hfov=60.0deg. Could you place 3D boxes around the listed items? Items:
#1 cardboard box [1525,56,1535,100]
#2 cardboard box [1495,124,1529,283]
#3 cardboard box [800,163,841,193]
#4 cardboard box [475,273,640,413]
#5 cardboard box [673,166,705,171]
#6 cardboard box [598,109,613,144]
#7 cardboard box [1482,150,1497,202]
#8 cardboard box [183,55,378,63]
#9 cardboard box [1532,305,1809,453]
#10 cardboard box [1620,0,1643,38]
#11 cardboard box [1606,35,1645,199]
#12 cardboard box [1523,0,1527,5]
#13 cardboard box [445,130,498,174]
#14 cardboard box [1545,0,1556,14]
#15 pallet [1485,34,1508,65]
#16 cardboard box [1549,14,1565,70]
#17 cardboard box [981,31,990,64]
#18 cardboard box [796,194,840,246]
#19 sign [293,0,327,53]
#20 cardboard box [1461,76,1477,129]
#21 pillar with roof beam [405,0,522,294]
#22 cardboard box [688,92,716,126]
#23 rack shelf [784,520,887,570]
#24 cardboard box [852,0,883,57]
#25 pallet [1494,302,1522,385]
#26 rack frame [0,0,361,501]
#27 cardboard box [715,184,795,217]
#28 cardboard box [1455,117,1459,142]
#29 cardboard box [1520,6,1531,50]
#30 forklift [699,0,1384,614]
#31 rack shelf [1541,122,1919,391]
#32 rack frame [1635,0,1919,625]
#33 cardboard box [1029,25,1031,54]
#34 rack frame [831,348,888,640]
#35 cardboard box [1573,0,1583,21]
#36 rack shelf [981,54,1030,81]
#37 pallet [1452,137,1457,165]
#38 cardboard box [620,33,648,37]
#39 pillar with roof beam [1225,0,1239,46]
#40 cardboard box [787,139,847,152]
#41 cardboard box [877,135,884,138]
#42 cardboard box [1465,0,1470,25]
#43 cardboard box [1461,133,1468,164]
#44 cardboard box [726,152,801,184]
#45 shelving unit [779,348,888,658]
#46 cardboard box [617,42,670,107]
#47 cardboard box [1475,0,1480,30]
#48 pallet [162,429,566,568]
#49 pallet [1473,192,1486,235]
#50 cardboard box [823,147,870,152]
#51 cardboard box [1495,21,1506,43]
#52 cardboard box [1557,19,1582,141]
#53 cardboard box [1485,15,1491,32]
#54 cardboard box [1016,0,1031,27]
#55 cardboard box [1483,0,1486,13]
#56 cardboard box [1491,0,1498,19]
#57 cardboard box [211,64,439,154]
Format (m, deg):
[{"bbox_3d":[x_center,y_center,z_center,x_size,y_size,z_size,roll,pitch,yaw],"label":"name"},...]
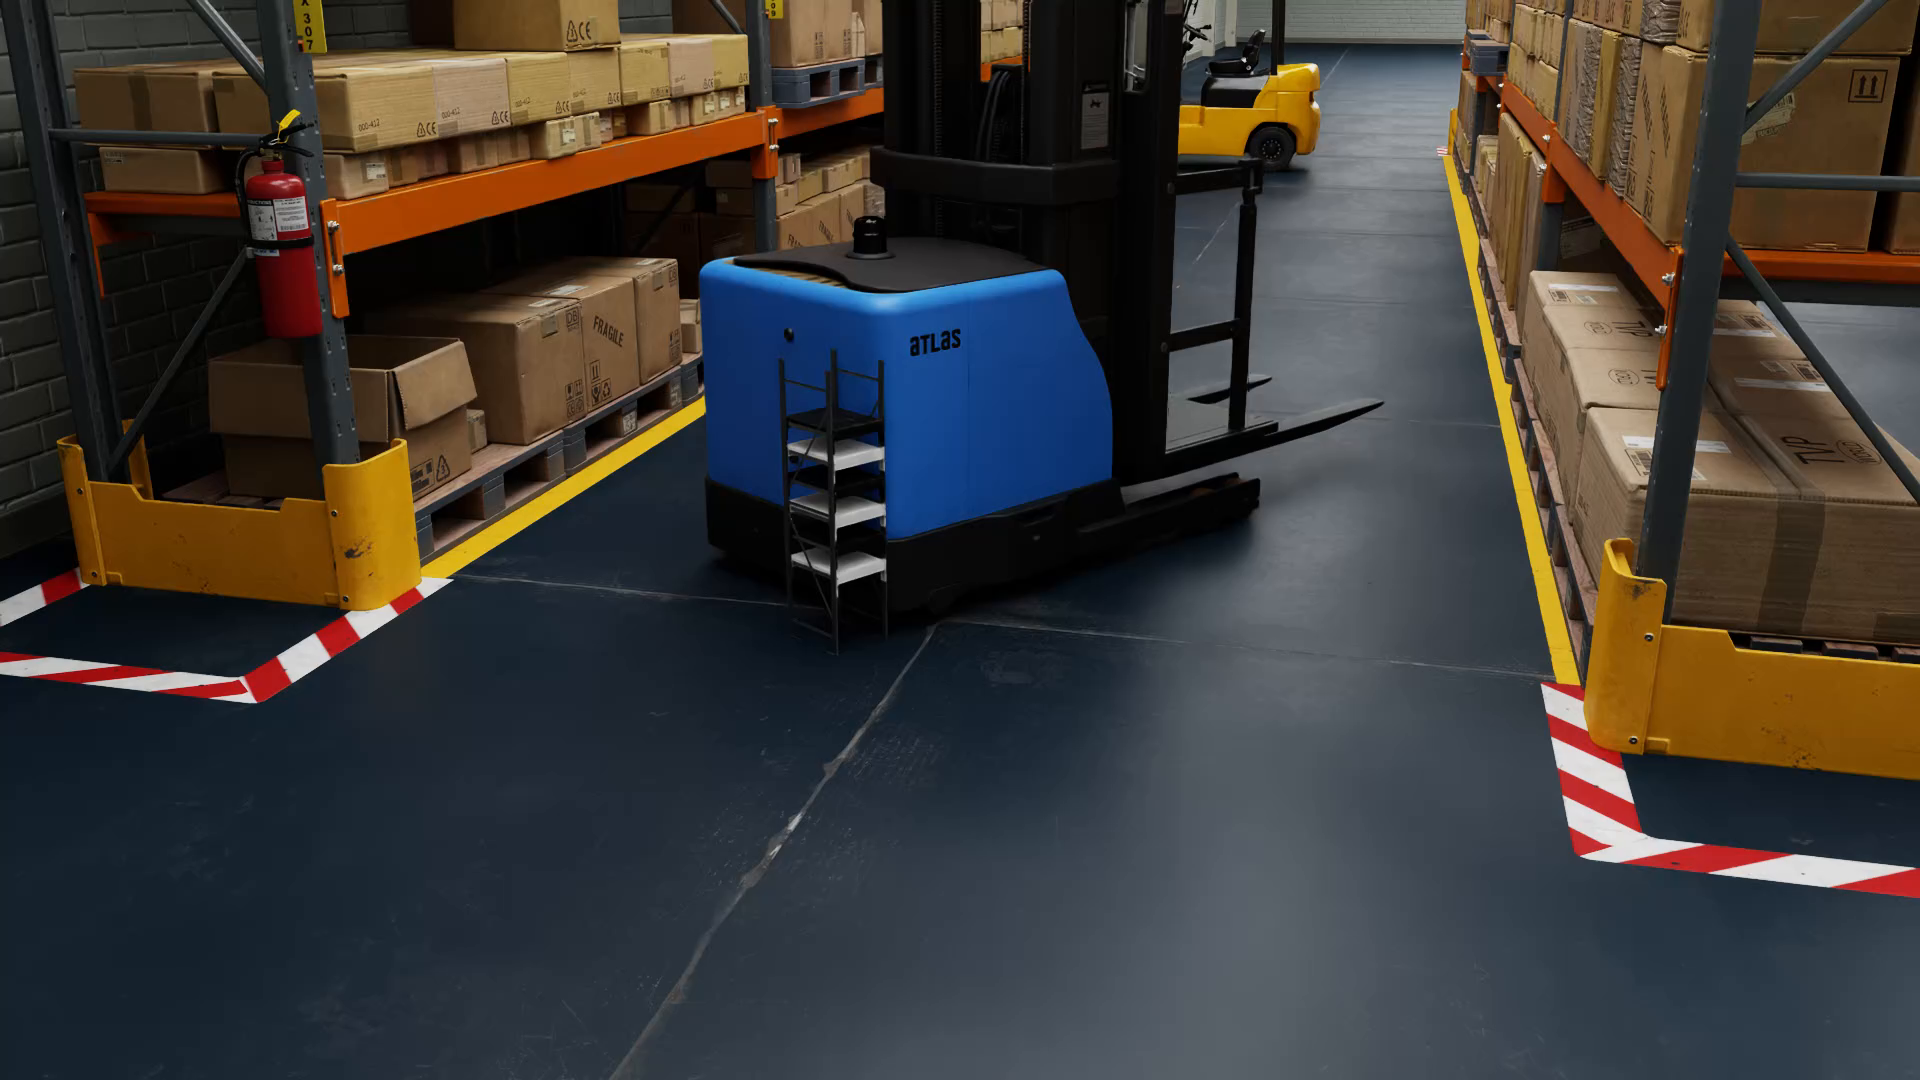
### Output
[{"bbox_3d":[3.568,-2.686,9.643,0.500,0.250,0.500,5,19,13],"label":"cardboard box"},{"bbox_3d":[3.820,-2.076,10.262,0.875,0.875,0.875,5,19,14],"label":"cardboard box"},{"bbox_3d":[-0.960,-2.260,10.377,0.380,0.149,0.250,5,19,13],"label":"cardboard box"},{"bbox_3d":[-1.764,-0.878,7.335,0.500,0.500,0.500,5,19,14],"label":"cardboard box"},{"bbox_3d":[-1.543,-2.212,10.237,0.380,0.149,0.250,4,19,11],"label":"cardboard box"},{"bbox_3d":[-1.728,-1.788,7.170,0.380,0.149,0.250,5,19,13],"label":"cardboard box"},{"bbox_3d":[4.802,-2.973,13.665,0.950,0.372,0.625,5,20,15],"label":"cardboard box"},{"bbox_3d":[-2.496,-1.652,6.154,0.500,0.250,0.500,5,19,14],"label":"cardboard box"},{"bbox_3d":[2.838,-0.635,6.721,0.875,0.438,0.875,4,19,12],"label":"cardboard box"},{"bbox_3d":[2.446,-1.876,5.337,0.500,0.500,0.500,5,19,13],"label":"cardboard box"},{"bbox_3d":[2.451,-1.402,5.497,0.500,0.500,0.500,5,20,15],"label":"cardboard box"},{"bbox_3d":[3.821,-3.601,10.387,0.500,0.500,0.500,5,19,14],"label":"cardboard box"},{"bbox_3d":[-1.963,-1.461,6.212,0.380,0.149,0.250,5,20,15],"label":"cardboard box"},{"bbox_3d":[3.298,-2.961,8.515,0.500,0.500,0.500,5,19,14],"label":"cardboard box"},{"bbox_3d":[4.735,-3.905,13.276,1.003,0.211,1.213,5,19,13],"label":"pallet"},{"bbox_3d":[3.185,-2.441,8.152,0.500,0.250,0.500,5,19,13],"label":"cardboard box"},{"bbox_3d":[-0.050,-3.969,13.398,0.500,0.250,0.500,4,19,12],"label":"cardboard box"},{"bbox_3d":[-1.044,-1.826,10.111,0.500,0.500,0.500,4,19,13],"label":"cardboard box"},{"bbox_3d":[-1.952,-1.622,4.957,0.100,0.325,0.005,5,19,13],"label":"sign"},{"bbox_3d":[5.521,-4.572,17.378,0.500,0.500,0.500,5,19,14],"label":"cardboard box"},{"bbox_3d":[1.630,-4.861,6.497,9.100,9.000,0.400,5,19,13],"label":"pillar with roof beam"},{"bbox_3d":[-1.416,-2.103,8.094,0.380,0.149,0.250,5,20,15],"label":"cardboard box"},{"bbox_3d":[-0.387,0.002,5.170,0.200,0.077,0.258,-17,25,-41],"label":"rack shelf"},{"bbox_3d":[-0.847,-3.297,10.396,0.700,0.500,0.500,5,19,13],"label":"cardboard box"},{"bbox_3d":[3.429,-1.046,8.924,1.003,0.211,1.213,5,19,13],"label":"pallet"},{"bbox_3d":[-2.478,-1.255,5.222,1.000,3.000,0.127,5,19,13],"label":"rack frame"},{"bbox_3d":[-1.155,-1.923,9.391,0.380,0.149,0.250,6,20,16],"label":"cardboard box"},{"bbox_3d":[5.780,-4.546,18.460,0.500,0.250,0.500,4,19,13],"label":"cardboard box"},{"bbox_3d":[3.666,-3.081,10.026,0.500,0.250,0.500,5,19,13],"label":"cardboard box"},{"bbox_3d":[0.521,-1.530,6.133,3.031,2.935,1.130,-17,25,-40],"label":"forklift"},{"bbox_3d":[2.825,-1.151,6.029,1.077,0.370,4.000,5,19,13],"label":"rack shelf"},{"bbox_3d":[2.336,-0.864,4.078,1.000,3.000,0.127,5,19,13],"label":"rack frame"},{"bbox_3d":[0.467,-4.609,15.272,0.500,0.250,0.500,5,19,13],"label":"cardboard box"},{"bbox_3d":[-0.313,-0.137,5.196,0.006,0.900,0.240,-17,25,-41],"label":"rack frame"},{"bbox_3d":[2.962,-2.508,7.189,0.500,0.500,0.500,5,19,14],"label":"cardboard box"},{"bbox_3d":[-0.035,-4.049,14.515,1.077,0.370,4.000,5,19,13],"label":"rack shelf"},{"bbox_3d":[5.994,-4.284,18.404,1.003,0.211,1.213,5,19,13],"label":"pallet"},{"bbox_3d":[-1.883,-2.445,8.476,0.500,0.250,0.500,4,19,13],"label":"cardboard box"},{"bbox_3d":[11.892,-18.025,45.038,9.100,9.000,0.400,5,19,13],"label":"pillar with roof beam"},{"bbox_3d":[-1.027,-2.781,11.903,0.380,0.149,0.250,5,19,14],"label":"cardboard box"},{"bbox_3d":[-0.398,-2.911,12.283,0.380,0.149,0.250,4,19,11],"label":"cardboard box"},{"bbox_3d":[5.861,-5.941,18.325,0.500,0.500,0.500,4,19,13],"label":"cardboard box"},{"bbox_3d":[5.272,-3.897,16.561,0.500,0.250,0.500,4,19,12],"label":"cardboard box"},{"bbox_3d":[-1.138,-2.149,9.593,0.380,0.149,0.250,4,19,11],"label":"cardboard box"},{"bbox_3d":[-0.387,-0.114,5.130,0.210,0.900,0.258,-17,25,-41],"label":"shelving unit"},{"bbox_3d":[-1.631,-2.086,7.427,0.500,0.250,0.500,5,19,13],"label":"cardboard box"},{"bbox_3d":[5.377,-5.297,16.441,0.500,0.500,0.500,5,20,15],"label":"cardboard box"},{"bbox_3d":[-2.265,-0.209,6.474,1.003,0.211,1.213,5,19,13],"label":"pallet"},{"bbox_3d":[4.783,-2.678,13.702,1.003,0.211,1.213,5,19,13],"label":"pallet"},{"bbox_3d":[-0.711,-2.586,11.333,0.380,0.149,0.250,4,19,13],"label":"cardboard box"},{"bbox_3d":[4.156,-3.745,12.251,0.380,0.149,0.250,4,19,13],"label":"cardboard box"},{"bbox_3d":[2.945,-2.039,7.362,0.500,0.500,0.500,5,20,15],"label":"cardboard box"},{"bbox_3d":[4.757,-4.480,14.401,0.380,0.149,0.250,5,20,14],"label":"cardboard box"},{"bbox_3d":[0.333,-4.686,14.726,0.500,0.250,0.500,5,19,14],"label":"cardboard box"},{"bbox_3d":[4.876,-4.888,14.593,0.500,0.500,0.500,5,20,15],"label":"cardboard box"},{"bbox_3d":[4.370,-4.244,12.708,0.500,0.500,0.500,3,19,10],"label":"cardboard box"},{"bbox_3d":[-2.106,-1.446,5.552,0.500,0.250,0.500,5,19,14],"label":"cardboard box"}]
